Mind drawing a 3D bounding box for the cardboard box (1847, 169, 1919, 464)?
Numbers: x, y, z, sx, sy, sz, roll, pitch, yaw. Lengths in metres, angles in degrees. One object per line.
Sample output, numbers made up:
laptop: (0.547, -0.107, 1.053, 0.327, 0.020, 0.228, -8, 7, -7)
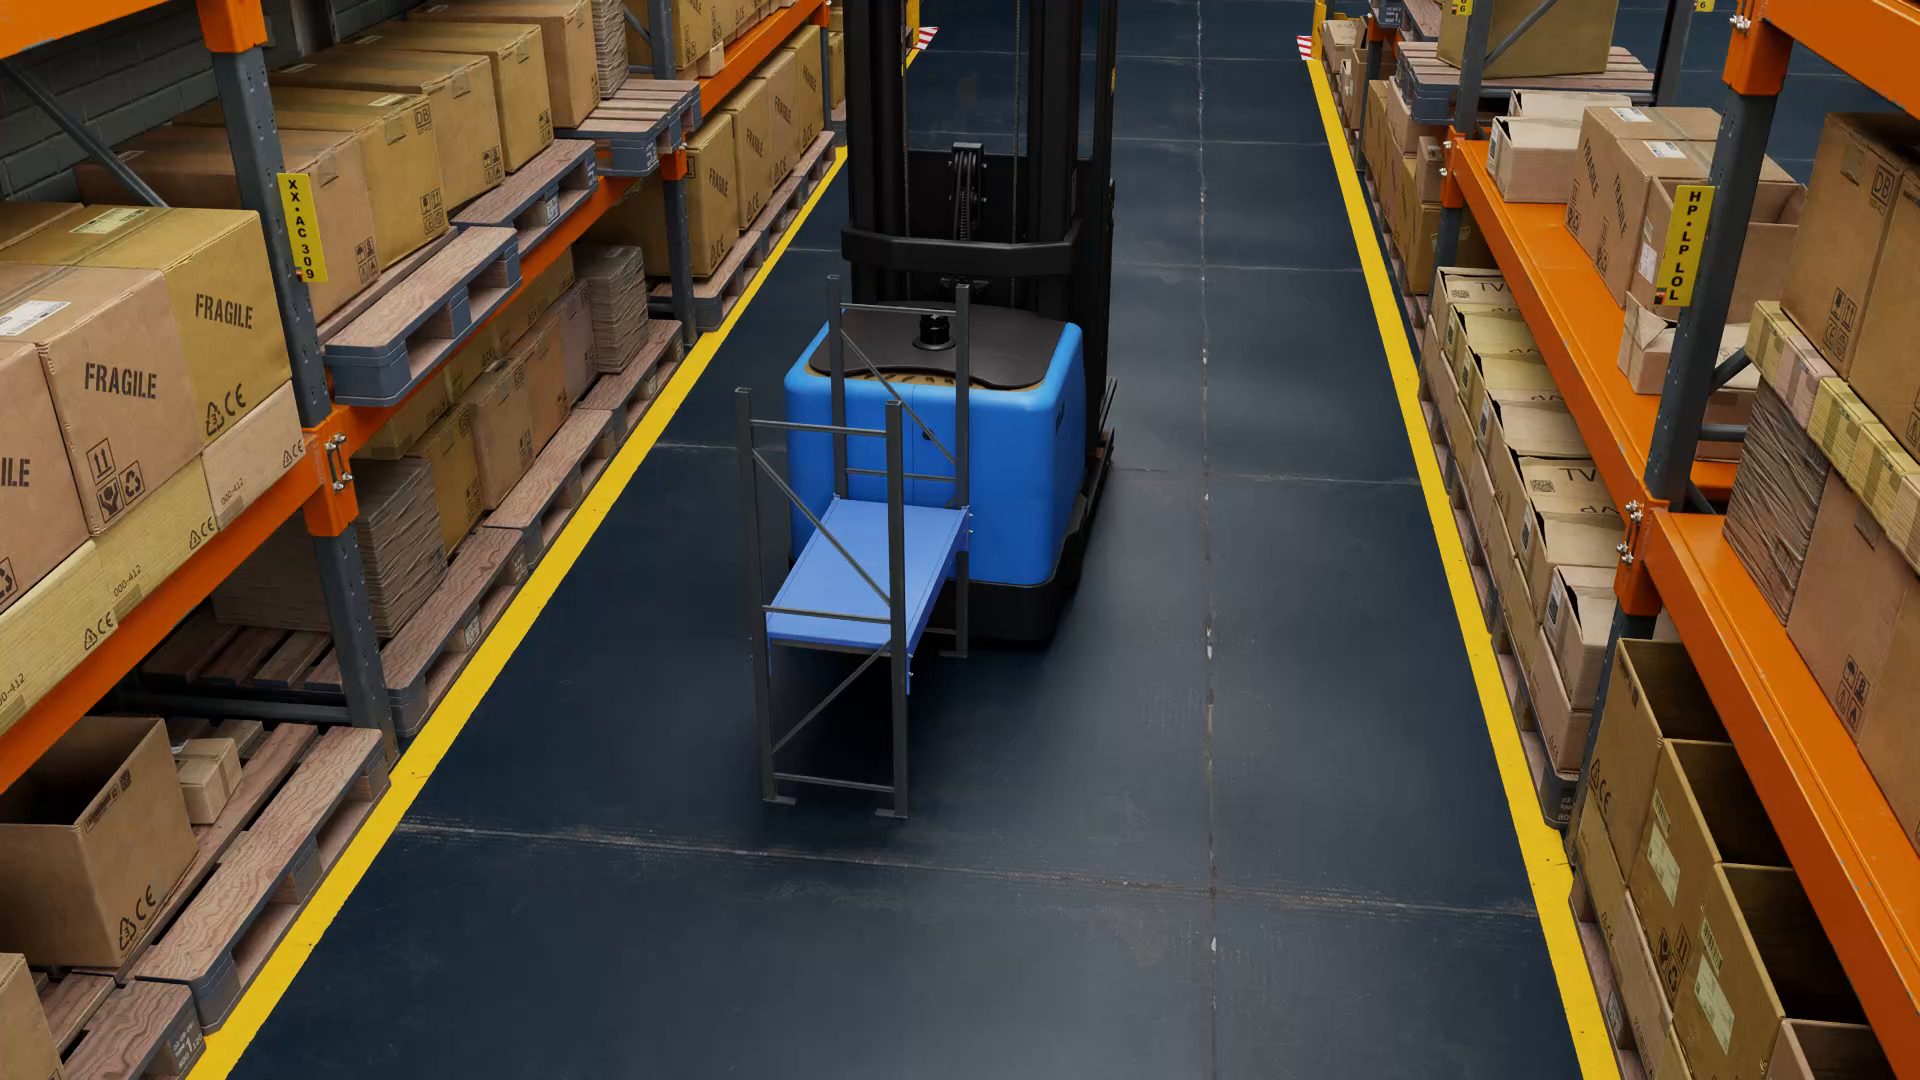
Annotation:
cardboard box: (2.343, -0.439, 3.430, 0.700, 0.500, 0.500, 3, 28, 6)

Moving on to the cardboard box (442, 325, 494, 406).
cardboard box: (-2.281, -0.781, 6.918, 0.500, 0.250, 0.500, 3, 28, 5)

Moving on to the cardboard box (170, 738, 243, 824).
cardboard box: (-2.501, 0.750, 5.219, 0.380, 0.166, 0.250, 0, 28, 0)

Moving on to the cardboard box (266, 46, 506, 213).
cardboard box: (-2.244, -1.607, 6.501, 0.700, 0.500, 0.500, 7, 29, 13)

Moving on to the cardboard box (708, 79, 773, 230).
cardboard box: (-1.641, -2.429, 10.420, 0.750, 0.750, 0.750, 3, 28, 6)

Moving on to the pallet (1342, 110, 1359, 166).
pallet: (3.517, -3.133, 12.842, 1.003, 0.211, 1.213, 3, 28, 6)

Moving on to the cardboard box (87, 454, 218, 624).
cardboard box: (-2.292, -0.026, 4.272, 0.500, 0.250, 0.500, 3, 29, 6)

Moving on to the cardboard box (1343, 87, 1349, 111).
cardboard box: (3.206, -3.440, 13.015, 0.380, 0.149, 0.250, 3, 28, 6)

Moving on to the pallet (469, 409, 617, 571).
pallet: (-2.224, -0.272, 7.533, 1.003, 0.211, 1.213, 3, 28, 6)

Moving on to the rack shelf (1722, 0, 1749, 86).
rack shelf: (2.697, -2.217, 5.798, 1.077, 0.370, 4.000, 3, 28, 6)

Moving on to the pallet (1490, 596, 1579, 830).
pallet: (2.503, 0.607, 5.900, 1.003, 0.211, 1.213, 3, 28, 6)

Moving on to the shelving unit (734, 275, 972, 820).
shelving unit: (-0.316, 0.003, 5.664, 0.538, 1.500, 1.048, 5, 29, 10)

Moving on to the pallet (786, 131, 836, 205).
pallet: (-1.505, -2.728, 12.091, 1.003, 0.211, 1.213, 3, 28, 6)

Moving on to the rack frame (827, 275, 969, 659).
rack frame: (-0.215, -0.234, 6.103, 0.500, 1.500, 0.032, 5, 29, 10)

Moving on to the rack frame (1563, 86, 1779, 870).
rack frame: (2.451, -0.271, 4.591, 1.000, 3.000, 0.127, 3, 28, 6)

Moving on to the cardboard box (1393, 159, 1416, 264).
cardboard box: (2.887, -1.945, 9.869, 0.500, 0.500, 0.500, 2, 28, 4)

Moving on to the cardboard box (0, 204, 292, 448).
cardboard box: (-2.216, -0.590, 4.529, 0.500, 0.500, 0.500, 3, 28, 6)

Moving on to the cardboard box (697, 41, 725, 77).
cardboard box: (-1.549, -2.718, 9.377, 0.380, 0.149, 0.250, 4, 29, 8)

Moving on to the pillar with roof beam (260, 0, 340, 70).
pillar with roof beam: (1.280, -4.270, 5.687, 9.100, 9.000, 0.400, 3, 28, 6)

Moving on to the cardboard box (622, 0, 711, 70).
cardboard box: (-1.662, -2.838, 8.915, 0.500, 0.500, 0.500, 4, 29, 8)

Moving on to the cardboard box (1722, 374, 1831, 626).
cardboard box: (2.403, -0.106, 4.179, 0.700, 0.500, 0.500, 3, 28, 5)

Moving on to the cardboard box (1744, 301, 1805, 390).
cardboard box: (2.226, -0.486, 4.200, 0.380, 0.149, 0.250, 3, 28, 6)

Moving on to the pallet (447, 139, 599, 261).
pallet: (-2.177, -1.422, 6.929, 1.003, 0.211, 1.213, 3, 28, 6)

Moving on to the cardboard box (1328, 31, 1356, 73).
cardboard box: (3.451, -4.193, 14.305, 0.500, 0.250, 0.500, 3, 28, 6)

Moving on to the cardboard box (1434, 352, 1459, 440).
cardboard box: (2.525, -0.662, 7.773, 0.500, 0.250, 0.500, 3, 28, 5)

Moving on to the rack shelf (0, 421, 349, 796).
rack shelf: (-2.710, 0.701, 3.545, 1.077, 0.370, 4.000, 3, 28, 6)

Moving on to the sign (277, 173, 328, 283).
sign: (-1.926, -0.911, 4.865, 0.100, 0.325, 0.005, 3, 28, 6)

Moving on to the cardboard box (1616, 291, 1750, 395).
cardboard box: (2.377, -0.637, 5.411, 0.396, 0.266, 0.258, 3, 28, 5)

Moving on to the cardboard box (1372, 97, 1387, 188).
cardboard box: (3.076, -2.665, 11.206, 0.500, 0.500, 0.500, 4, 29, 7)

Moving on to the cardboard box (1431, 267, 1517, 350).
cardboard box: (2.586, -1.146, 8.080, 0.500, 0.311, 0.500, 4, 29, 8)

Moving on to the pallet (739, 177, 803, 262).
pallet: (-1.652, -2.152, 11.022, 1.003, 0.211, 1.213, 3, 28, 6)

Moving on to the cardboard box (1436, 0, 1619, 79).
cardboard box: (2.907, -2.686, 8.525, 0.700, 0.500, 0.500, -6, 29, -11)

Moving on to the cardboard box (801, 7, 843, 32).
cardboard box: (-1.069, -4.190, 13.373, 0.380, 0.149, 0.250, 4, 29, 8)

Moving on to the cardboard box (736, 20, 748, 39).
cardboard box: (-1.528, -3.203, 10.276, 0.380, 0.149, 0.250, 4, 29, 6)

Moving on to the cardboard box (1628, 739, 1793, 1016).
cardboard box: (2.030, 0.860, 4.157, 0.500, 0.500, 0.500, 3, 28, 6)

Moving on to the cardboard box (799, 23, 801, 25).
cardboard box: (-1.227, -3.990, 13.686, 0.700, 0.500, 0.500, 3, 28, 6)

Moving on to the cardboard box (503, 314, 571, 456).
cardboard box: (-2.223, -0.720, 7.596, 0.700, 0.500, 0.500, 3, 28, 6)

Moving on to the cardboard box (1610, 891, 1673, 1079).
cardboard box: (2.027, 1.190, 4.335, 0.500, 0.250, 0.500, 3, 28, 6)

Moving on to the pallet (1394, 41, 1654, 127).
pallet: (2.955, -2.393, 8.731, 1.213, 0.211, 1.003, 3, 28, 6)

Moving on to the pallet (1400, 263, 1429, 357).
pallet: (3.071, -1.276, 9.396, 1.003, 0.211, 1.213, 3, 28, 6)

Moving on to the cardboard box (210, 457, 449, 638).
cardboard box: (-2.392, 0.002, 6.256, 0.700, 0.500, 0.500, 4, 29, 8)

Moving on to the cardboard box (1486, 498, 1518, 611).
cardboard box: (2.341, 0.063, 6.426, 0.500, 0.250, 0.500, 4, 29, 7)

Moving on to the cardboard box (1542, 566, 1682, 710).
cardboard box: (2.217, 0.300, 5.395, 0.500, 0.311, 0.500, 3, 28, 6)

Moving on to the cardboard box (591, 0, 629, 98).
cardboard box: (-2.023, -2.456, 8.077, 0.700, 0.500, 0.500, 0, 28, 0)

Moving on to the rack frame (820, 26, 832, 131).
rack frame: (-1.485, -4.323, 12.112, 1.000, 3.000, 0.127, 3, 28, 6)

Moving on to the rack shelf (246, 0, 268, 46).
rack shelf: (-2.220, -2.503, 6.329, 1.077, 0.370, 4.000, 3, 28, 6)

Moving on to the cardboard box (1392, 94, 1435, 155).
cardboard box: (2.947, -2.540, 10.183, 0.500, 0.250, 0.500, 3, 28, 5)

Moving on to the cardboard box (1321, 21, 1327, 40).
cardboard box: (3.529, -4.681, 15.319, 0.380, 0.149, 0.250, 3, 28, 6)

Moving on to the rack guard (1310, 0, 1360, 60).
rack guard: (3.912, -4.784, 15.602, 1.175, 0.500, 0.348, 3, 28, 6)

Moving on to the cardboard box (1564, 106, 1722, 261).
cardboard box: (2.752, -1.407, 6.594, 0.500, 0.500, 0.500, 2, 28, 3)

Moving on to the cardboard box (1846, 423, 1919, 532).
cardboard box: (2.135, -0.122, 3.525, 0.380, 0.149, 0.250, 3, 28, 6)

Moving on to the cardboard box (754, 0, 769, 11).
cardboard box: (-1.470, -3.563, 10.261, 0.500, 0.500, 0.500, 4, 29, 8)

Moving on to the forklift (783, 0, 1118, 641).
forklift: (0.124, -1.583, 7.098, 1.130, 2.935, 3.031, 5, 29, 10)

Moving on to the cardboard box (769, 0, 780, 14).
cardboard box: (-1.399, -3.567, 10.953, 0.380, 0.149, 0.250, 3, 28, 6)

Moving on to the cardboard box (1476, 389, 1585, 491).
cardboard box: (2.403, -0.416, 6.725, 0.500, 0.311, 0.500, 3, 28, 6)

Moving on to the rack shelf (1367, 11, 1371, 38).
rack shelf: (3.677, -4.662, 13.499, 1.077, 0.370, 4.000, 3, 28, 6)
